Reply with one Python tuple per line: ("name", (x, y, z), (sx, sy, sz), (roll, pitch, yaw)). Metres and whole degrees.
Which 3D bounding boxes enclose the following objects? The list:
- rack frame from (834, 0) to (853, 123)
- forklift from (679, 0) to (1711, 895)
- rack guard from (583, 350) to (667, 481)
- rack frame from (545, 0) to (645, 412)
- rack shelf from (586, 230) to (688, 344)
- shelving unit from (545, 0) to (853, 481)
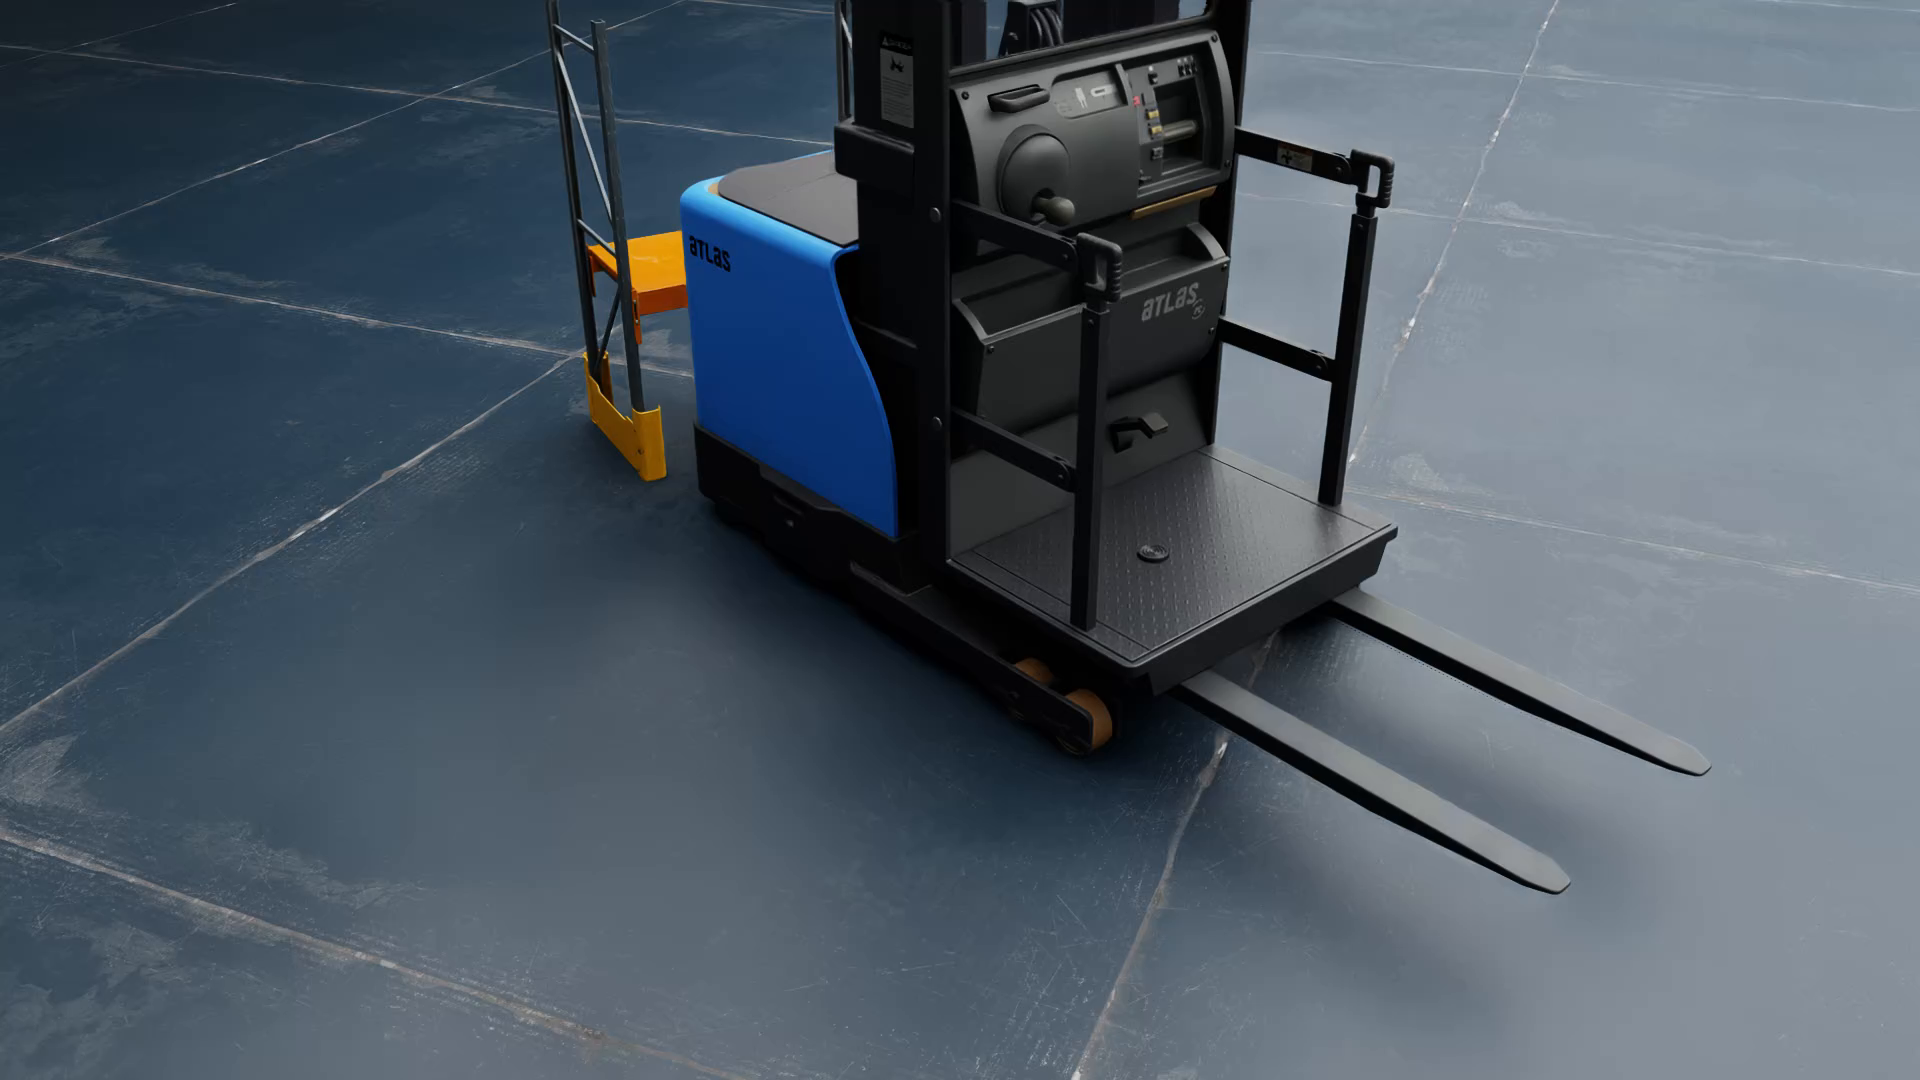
("rack frame", (-0.300, -1.227, 5.897), (0.032, 1.500, 0.500), (-16, 33, -25))
("forklift", (0.500, -1.007, 4.054), (1.130, 2.935, 3.031), (-23, 37, -35))
("rack guard", (-1.167, -0.441, 5.775), (0.087, 0.250, 0.587), (-16, 33, -25))
("rack frame", (-1.184, -0.980, 5.460), (0.032, 1.500, 0.500), (-16, 33, -25))
("rack shelf", (-0.742, -0.947, 5.767), (1.000, 0.185, 0.538), (-16, 33, -25))
("shelving unit", (-0.734, -1.106, 5.682), (1.083, 1.500, 0.587), (-16, 33, -25))
